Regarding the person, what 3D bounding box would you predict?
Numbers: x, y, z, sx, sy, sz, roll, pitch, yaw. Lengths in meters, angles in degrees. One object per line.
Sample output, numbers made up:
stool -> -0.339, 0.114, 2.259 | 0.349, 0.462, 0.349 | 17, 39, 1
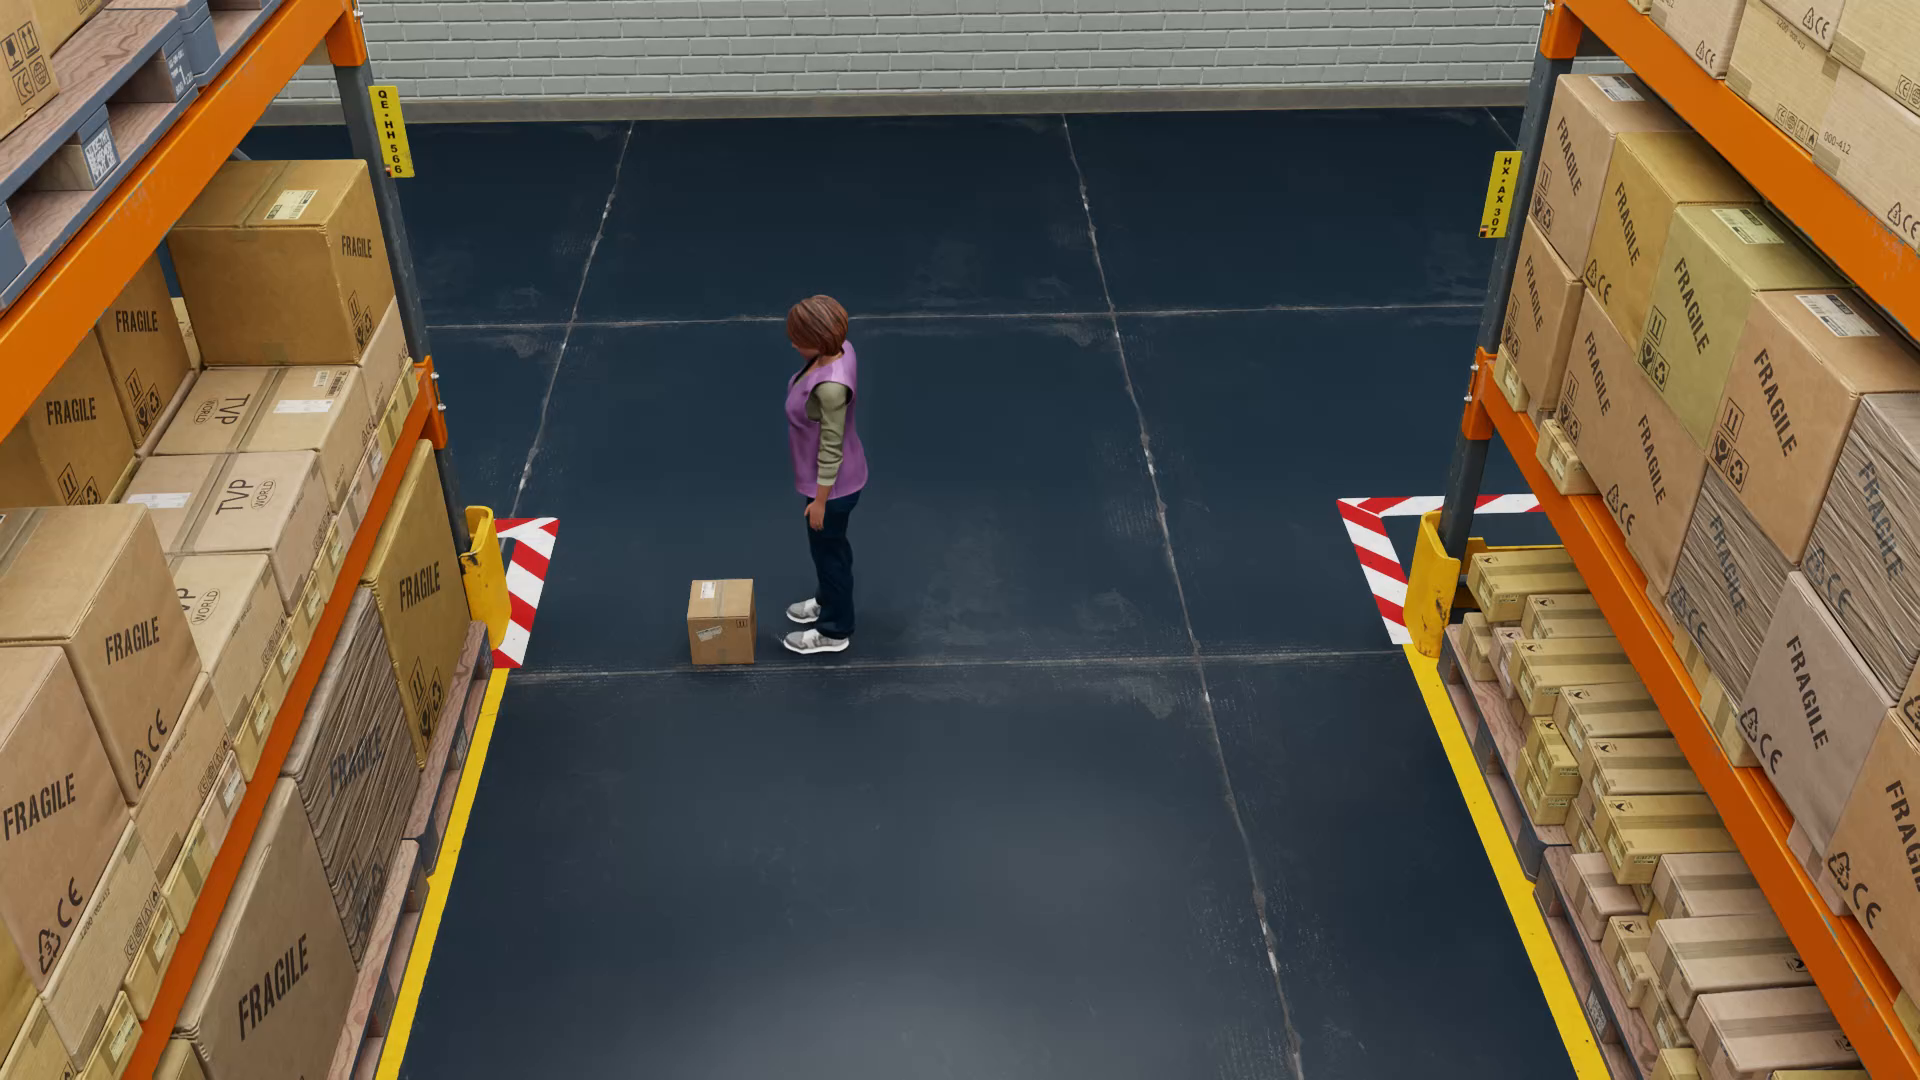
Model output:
person -> -0.543, -0.229, 6.457 | 0.375, 1.607, 0.439 | -2, 36, -2
